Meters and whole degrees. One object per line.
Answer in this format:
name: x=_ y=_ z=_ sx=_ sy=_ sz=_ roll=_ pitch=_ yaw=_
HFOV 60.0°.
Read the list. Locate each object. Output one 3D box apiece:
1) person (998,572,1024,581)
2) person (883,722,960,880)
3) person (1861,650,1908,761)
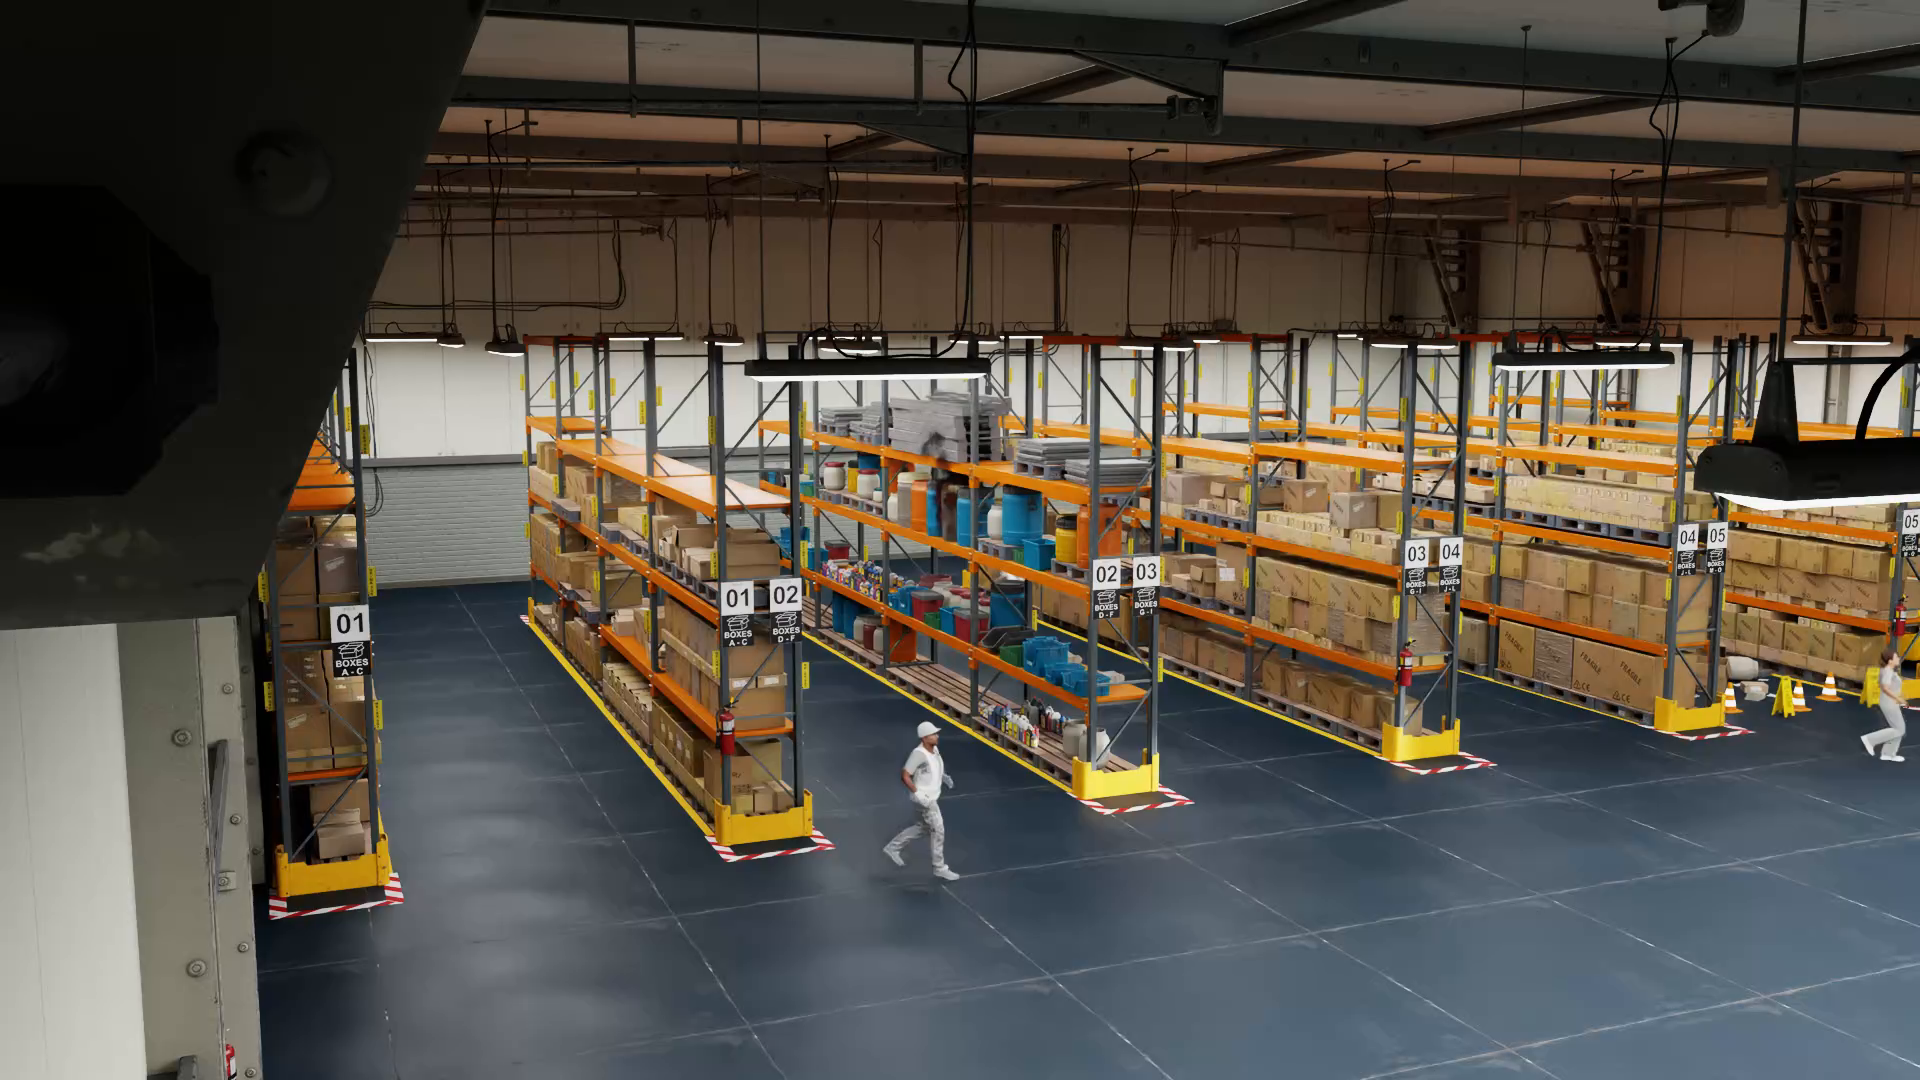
person: x=1.005 y=1.155 z=30.568 sx=0.665 sy=1.800 sz=0.773 roll=-4 pitch=9 yaw=-28
person: x=-0.434 y=2.931 z=18.862 sx=0.909 sy=1.793 sz=0.684 roll=1 pitch=8 yaw=10
person: x=13.276 y=2.364 z=23.847 sx=0.593 sy=1.618 sz=0.562 roll=3 pitch=8 yaw=20
